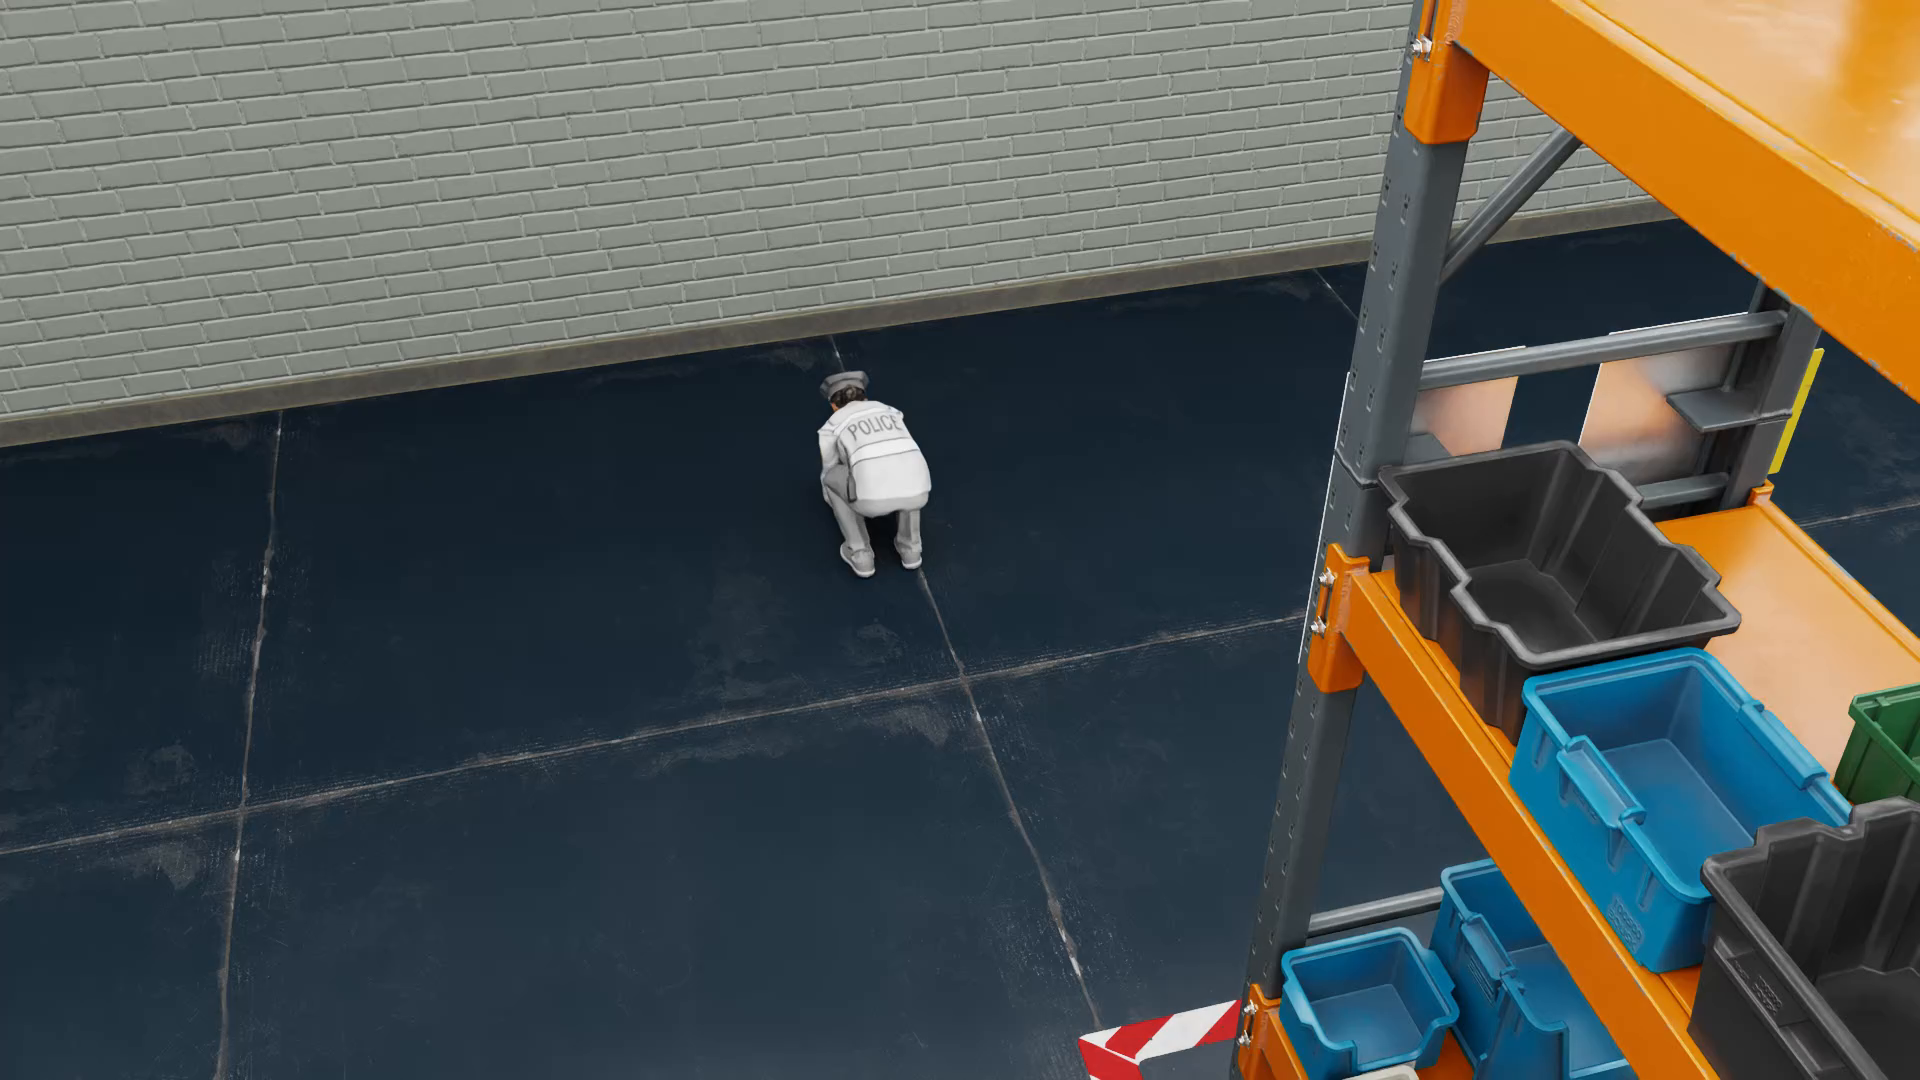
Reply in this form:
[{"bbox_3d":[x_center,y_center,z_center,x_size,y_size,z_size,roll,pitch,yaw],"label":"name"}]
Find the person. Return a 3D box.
[{"bbox_3d":[-0.416,-0.302,7.845,0.455,0.763,0.915,-10,40,-13],"label":"person"}]
